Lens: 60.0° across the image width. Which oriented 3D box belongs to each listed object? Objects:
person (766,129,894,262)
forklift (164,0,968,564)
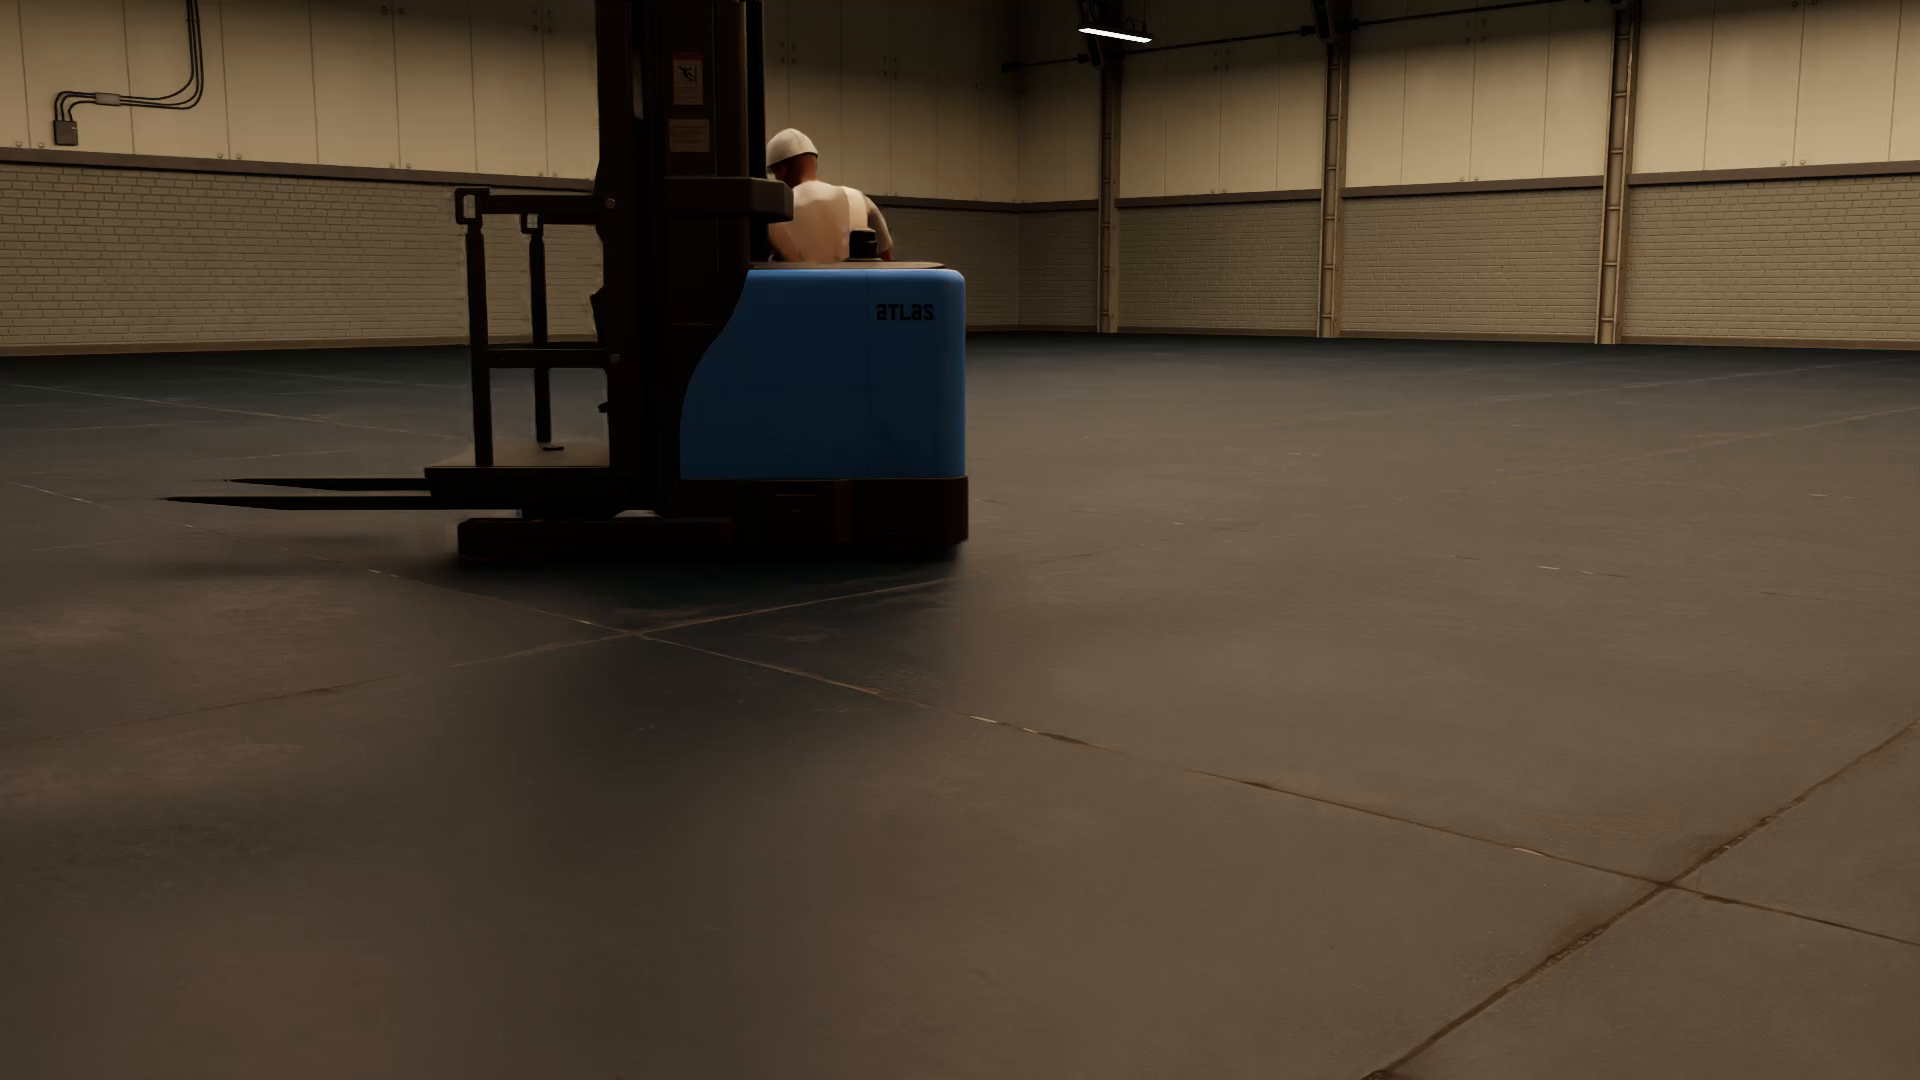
[{"bbox_3d":[-0.683,-0.943,7.322,0.904,1.669,0.961,-3,9,-21],"label":"person"},{"bbox_3d":[-1.495,-1.441,6.441,3.031,2.935,1.130,0,9,-1],"label":"forklift"}]
